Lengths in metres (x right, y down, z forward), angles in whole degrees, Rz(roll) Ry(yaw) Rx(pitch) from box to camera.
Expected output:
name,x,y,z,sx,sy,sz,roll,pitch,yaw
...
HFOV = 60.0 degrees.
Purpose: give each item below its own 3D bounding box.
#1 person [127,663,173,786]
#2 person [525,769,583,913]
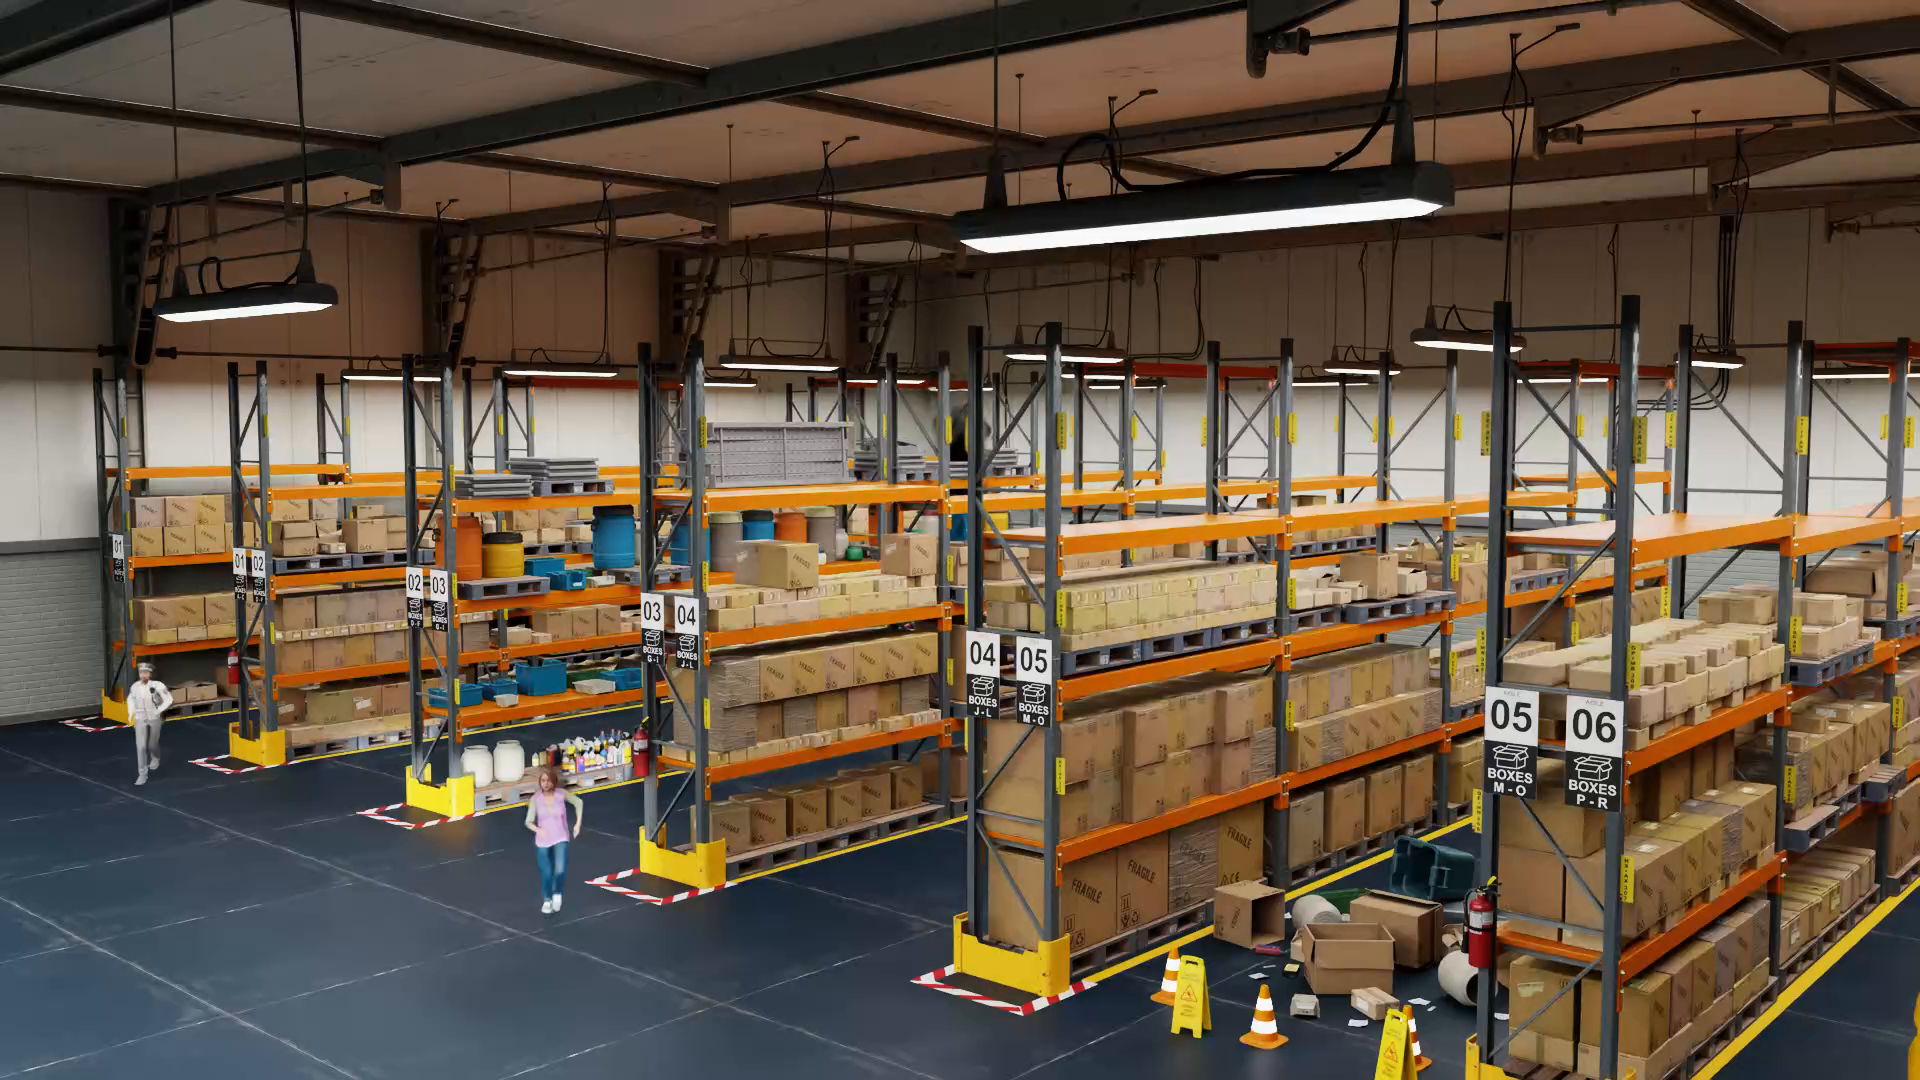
name,x,y,z,sx,sy,sz,roll,pitch,yaw
person,-11.549,2.574,23.712,0.622,1.701,0.839,-1,4,-14
person,-4.171,3.124,17.089,0.563,1.541,0.747,-1,4,-8
